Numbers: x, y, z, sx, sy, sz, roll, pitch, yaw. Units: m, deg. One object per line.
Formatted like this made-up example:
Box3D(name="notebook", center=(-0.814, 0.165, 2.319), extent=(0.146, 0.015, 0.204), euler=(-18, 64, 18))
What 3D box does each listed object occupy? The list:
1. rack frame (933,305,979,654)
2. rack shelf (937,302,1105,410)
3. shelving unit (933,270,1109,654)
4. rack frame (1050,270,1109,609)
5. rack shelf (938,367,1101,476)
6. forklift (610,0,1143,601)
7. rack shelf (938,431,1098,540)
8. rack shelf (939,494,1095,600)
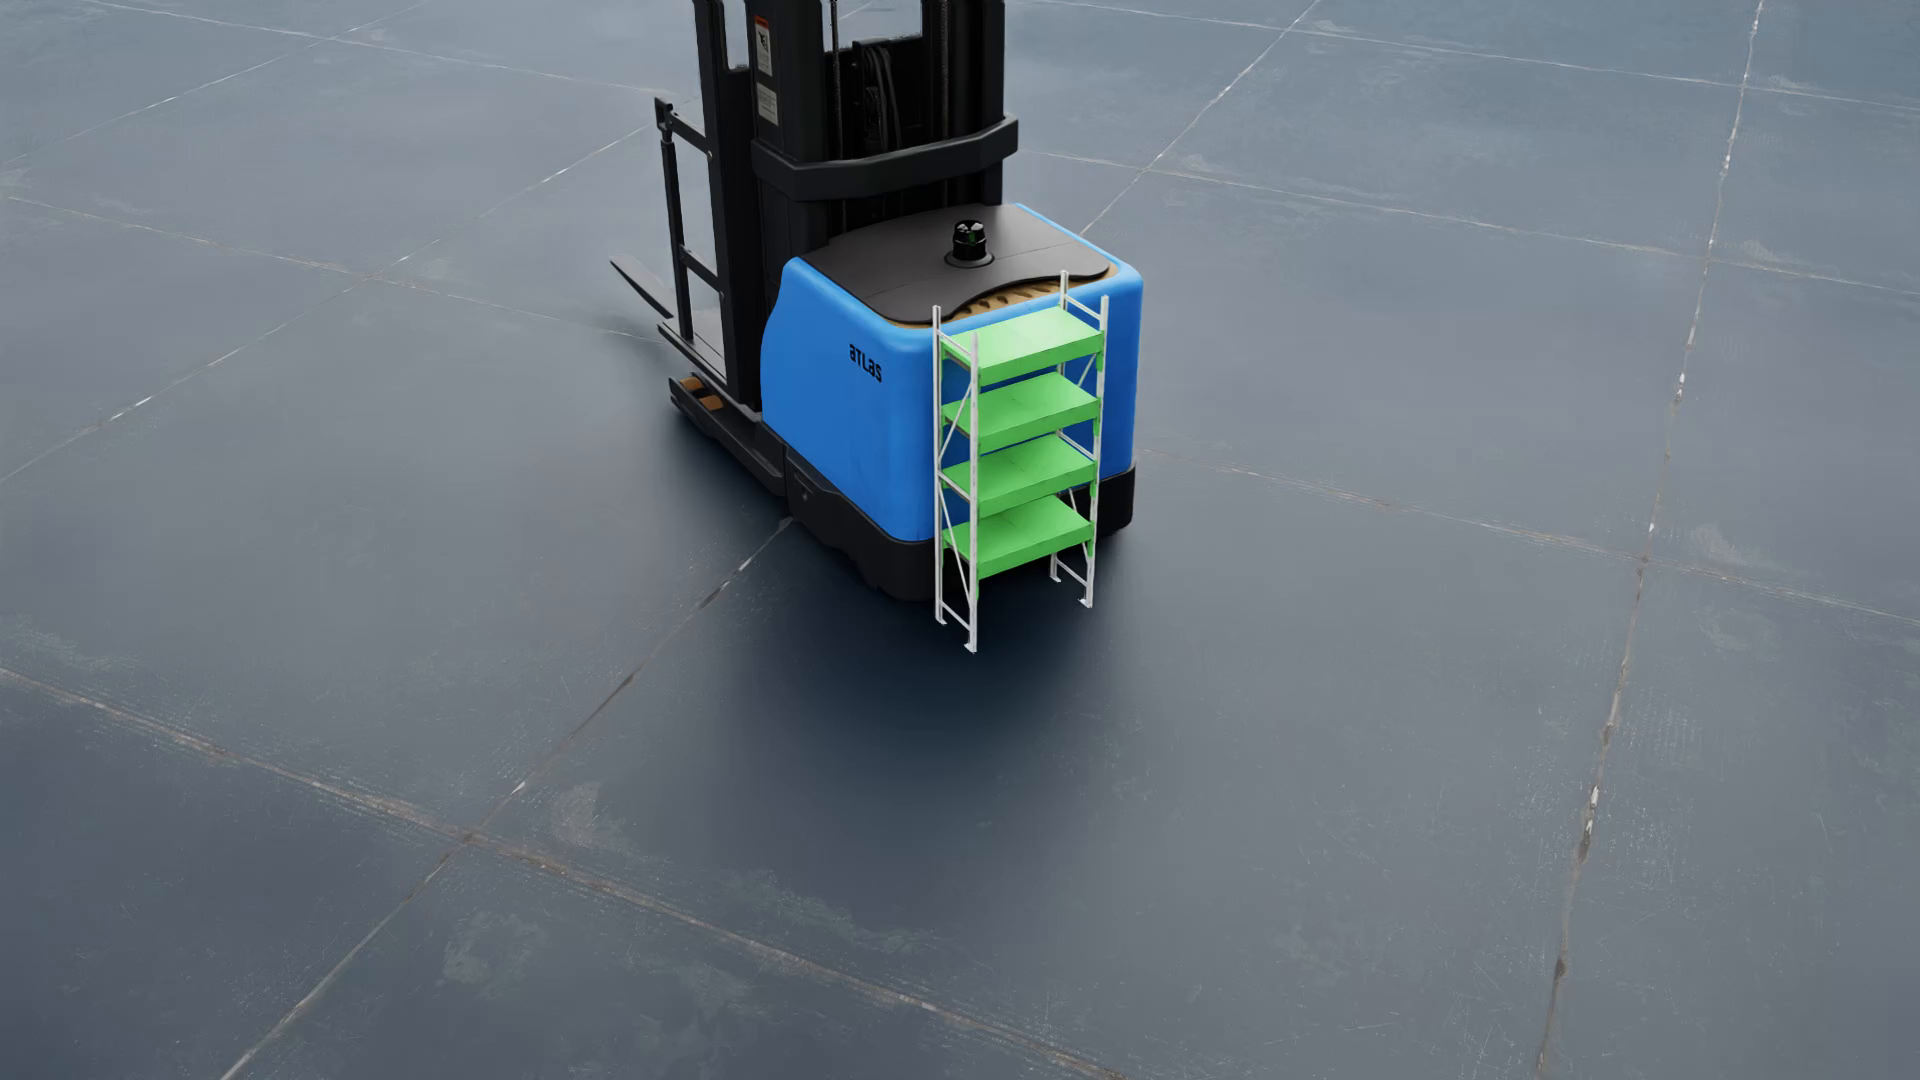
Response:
Box3D(name="rack frame", center=(-0.014, -0.172, 5.418), extent=(0.015, 1.200, 0.240), euler=(-19, 38, -27))
Box3D(name="rack shelf", center=(0.192, -0.592, 5.299), extent=(0.480, 0.148, 0.258), euler=(-19, 38, -27))
Box3D(name="shelving unit", center=(0.192, -0.244, 5.527), extent=(0.503, 1.200, 0.258), euler=(-19, 38, -27))
Box3D(name="rack frame", center=(0.397, -0.316, 5.637), extent=(0.015, 1.200, 0.240), euler=(-19, 38, -27))
Box3D(name="rack shelf", center=(0.192, -0.391, 5.431), extent=(0.480, 0.148, 0.258), euler=(-19, 38, -27))
Box3D(name="forklift", center=(-0.568, -1.784, 6.297), extent=(1.130, 2.935, 3.031), euler=(-19, 38, -27))
Box3D(name="rack shelf", center=(0.192, -0.190, 5.563), extent=(0.480, 0.148, 0.258), euler=(-19, 38, -27))
Box3D(name="rack shelf", center=(0.192, 0.010, 5.694), extent=(0.480, 0.148, 0.258), euler=(-19, 38, -27))
